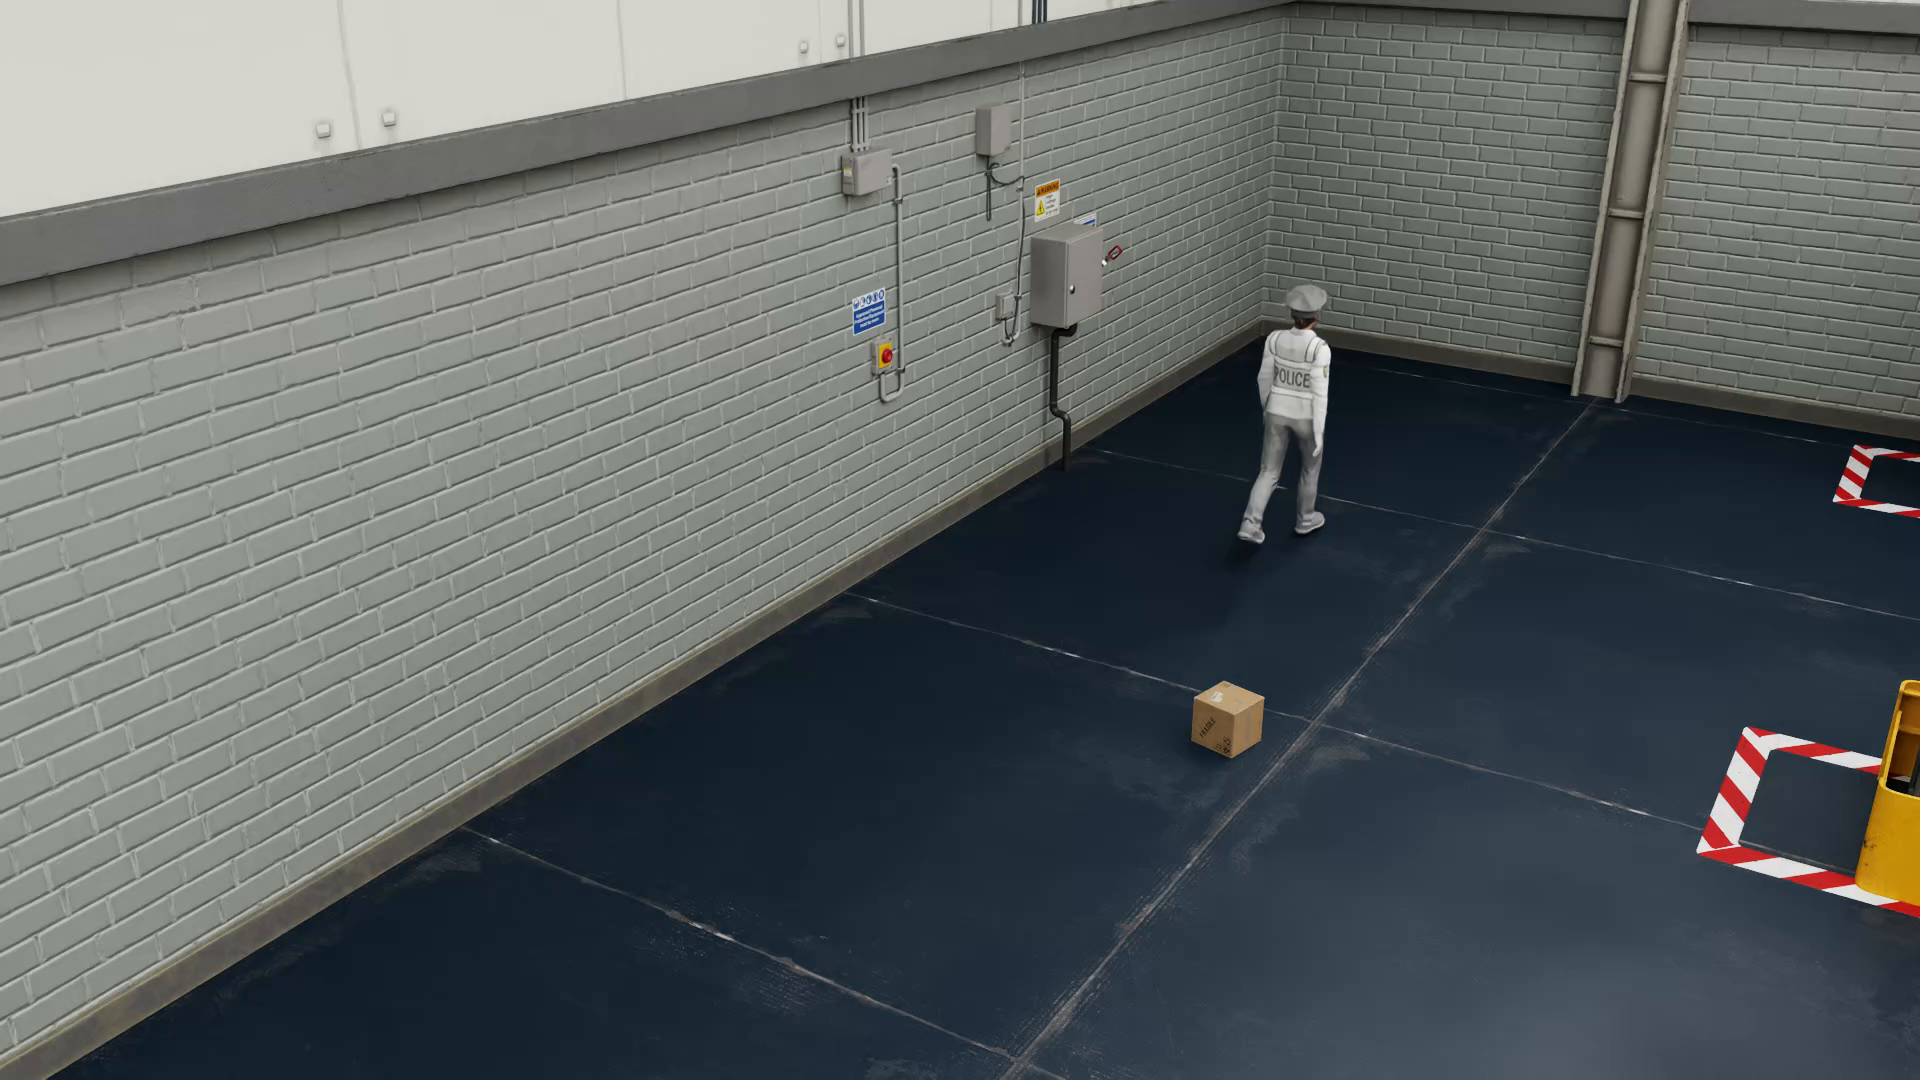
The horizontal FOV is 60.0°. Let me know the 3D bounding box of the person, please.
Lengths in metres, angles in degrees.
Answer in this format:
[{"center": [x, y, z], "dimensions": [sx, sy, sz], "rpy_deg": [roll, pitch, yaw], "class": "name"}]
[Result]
[{"center": [2.048, -0.762, 10.305], "dimensions": [0.492, 1.653, 0.878], "rpy_deg": [14, 27, 30], "class": "person"}]
